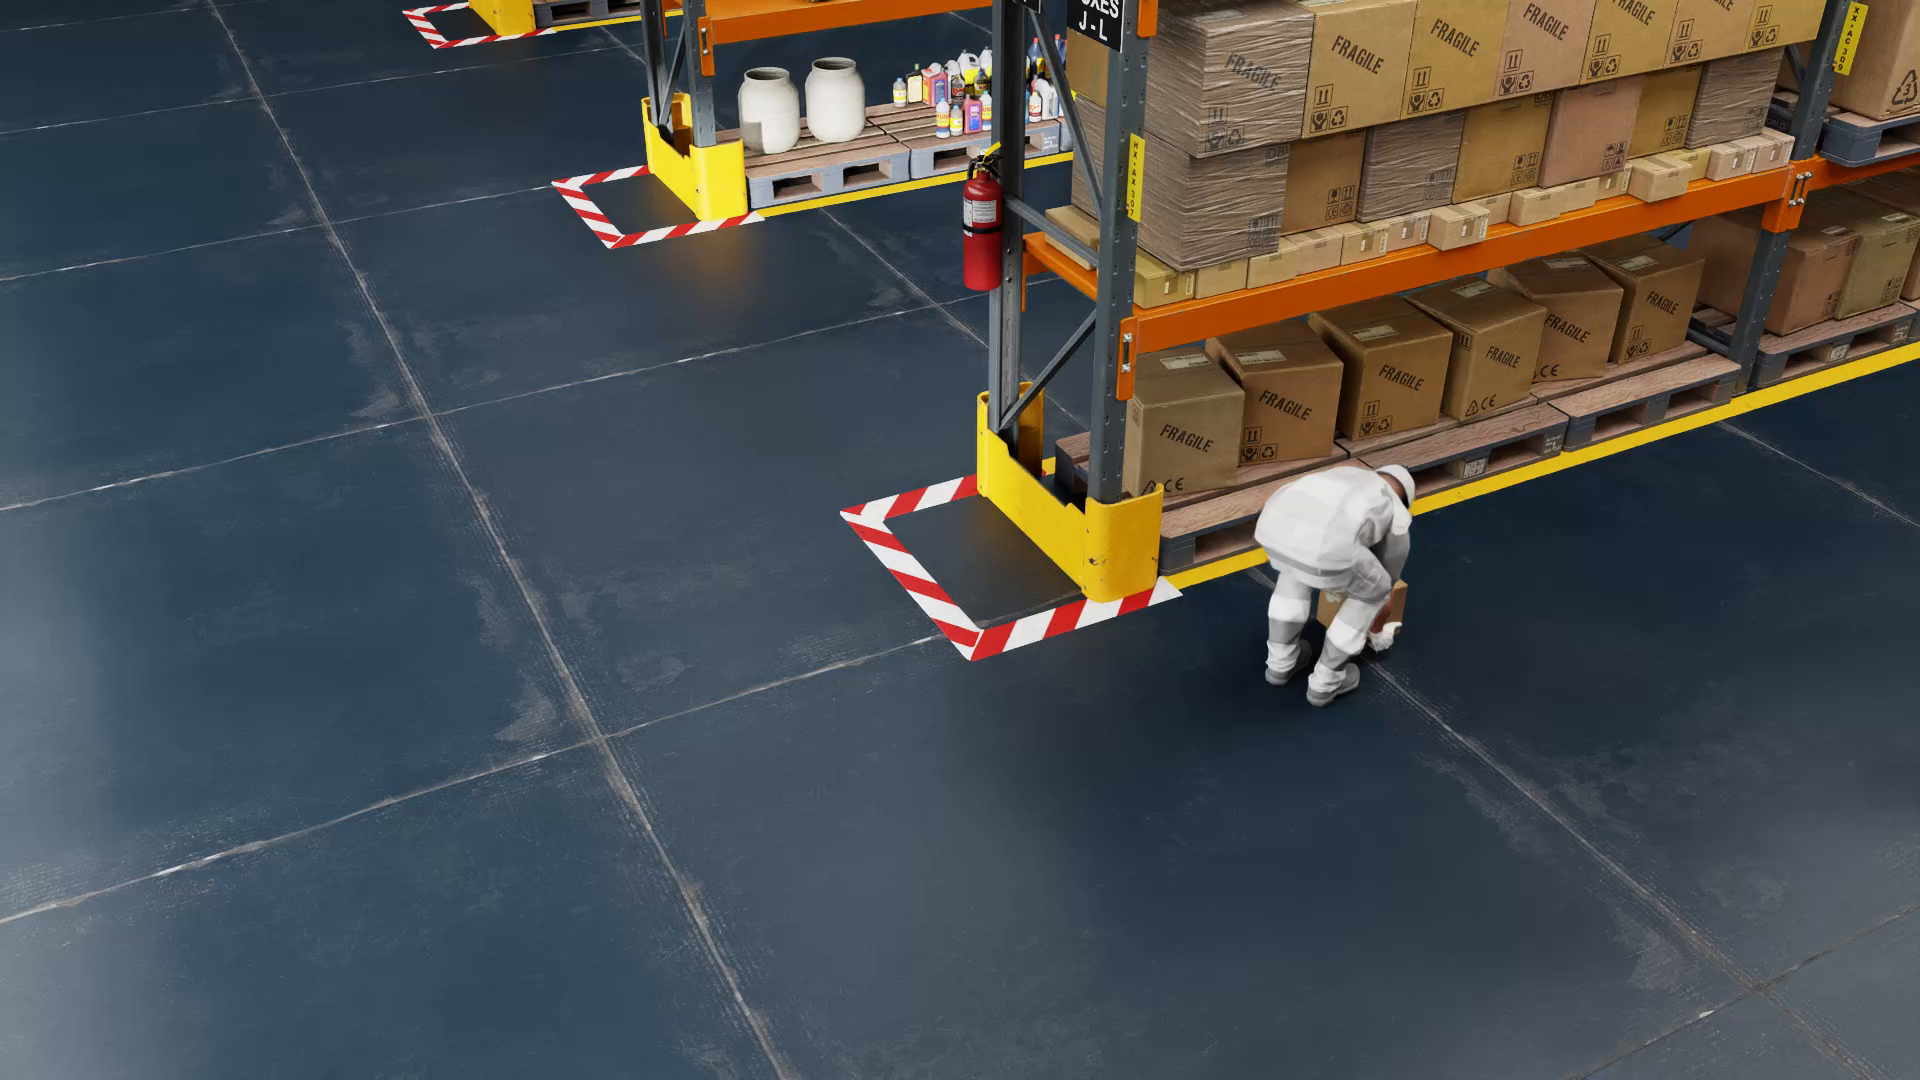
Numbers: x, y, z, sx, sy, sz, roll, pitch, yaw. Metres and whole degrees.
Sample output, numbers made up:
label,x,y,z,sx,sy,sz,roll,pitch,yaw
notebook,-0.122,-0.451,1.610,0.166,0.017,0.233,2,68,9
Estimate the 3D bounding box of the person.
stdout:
label,x,y,z,sx,sy,sz,roll,pitch,yaw
person,1.523,0.109,6.685,0.516,0.984,0.949,25,40,33
